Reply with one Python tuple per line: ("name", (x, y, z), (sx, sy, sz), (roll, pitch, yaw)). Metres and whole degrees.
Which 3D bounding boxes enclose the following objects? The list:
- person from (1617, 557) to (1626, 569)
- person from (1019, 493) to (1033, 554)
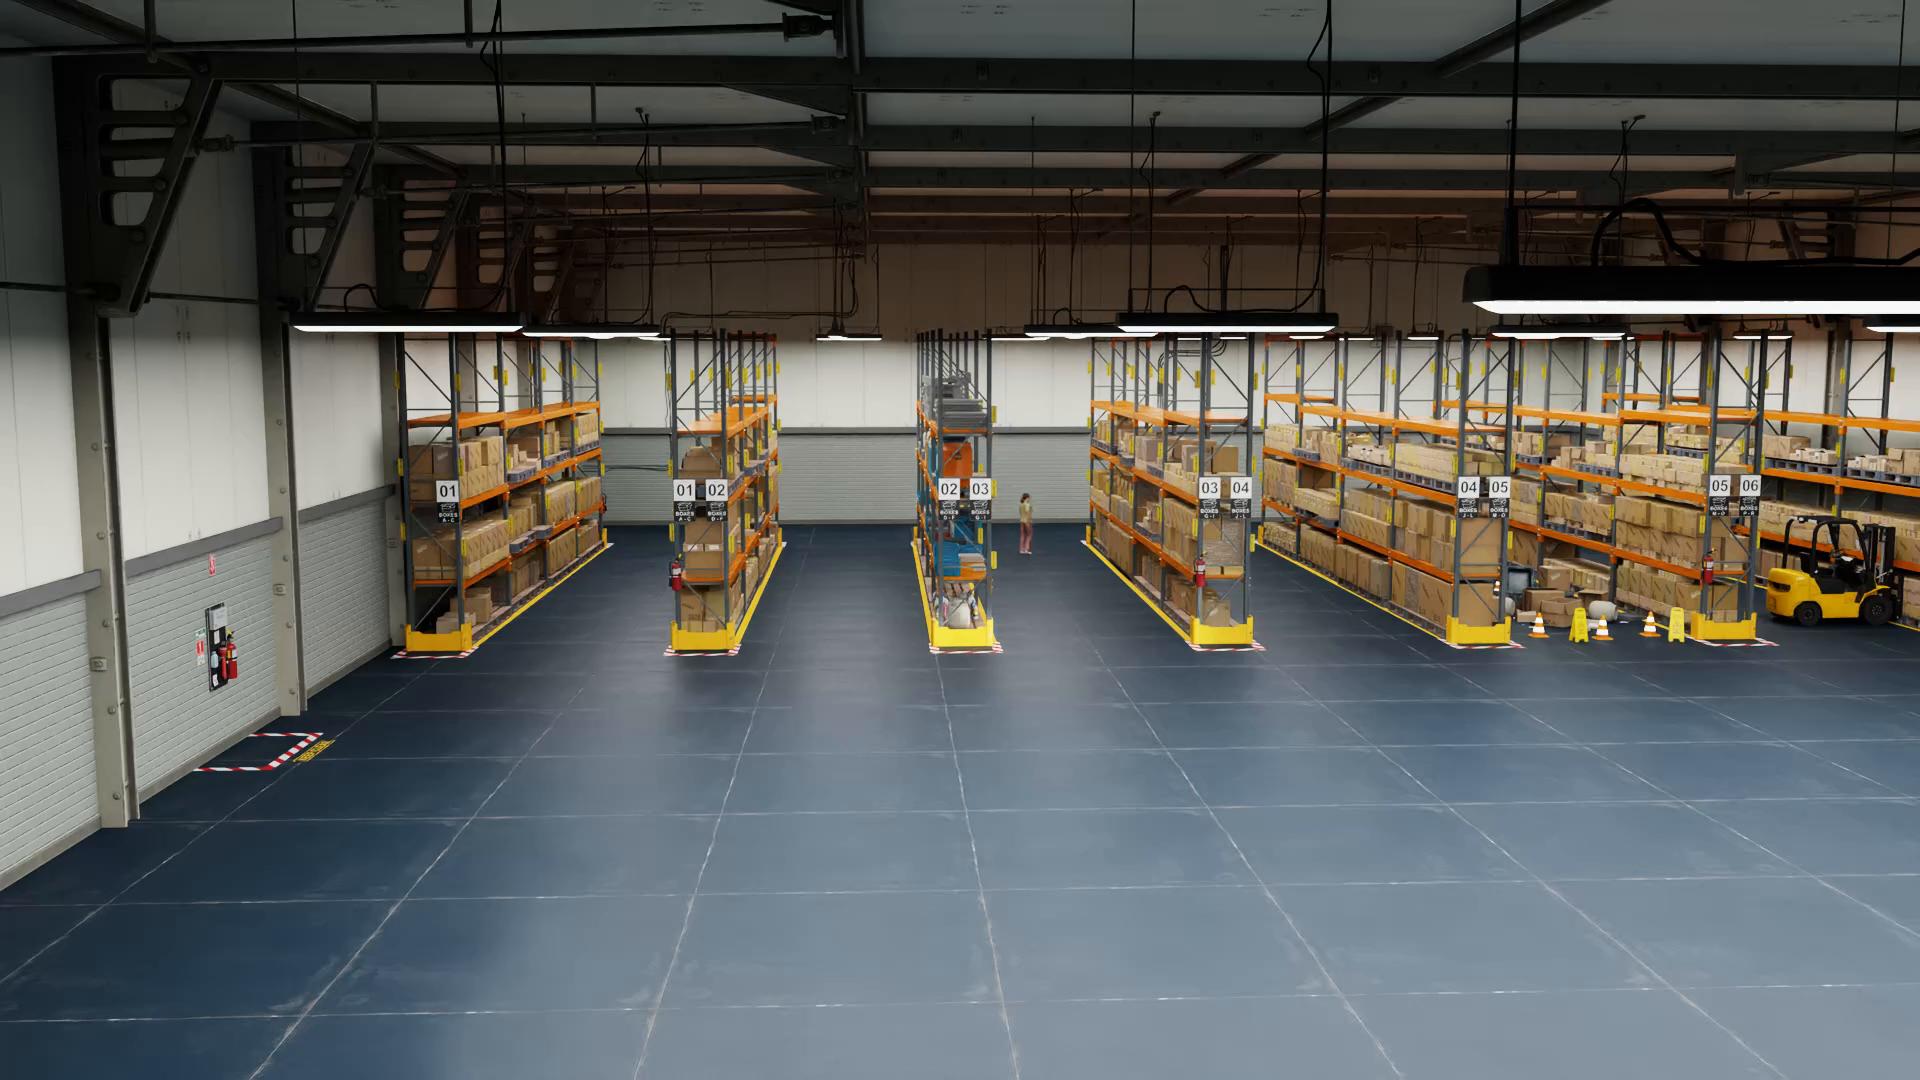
("person", (16.113, 0.146, 40.070), (0.651, 1.762, 1.004), (-3, 7, -24))
("person", (1.783, -0.283, 45.365), (0.471, 1.504, 0.468), (6, 9, 44))
